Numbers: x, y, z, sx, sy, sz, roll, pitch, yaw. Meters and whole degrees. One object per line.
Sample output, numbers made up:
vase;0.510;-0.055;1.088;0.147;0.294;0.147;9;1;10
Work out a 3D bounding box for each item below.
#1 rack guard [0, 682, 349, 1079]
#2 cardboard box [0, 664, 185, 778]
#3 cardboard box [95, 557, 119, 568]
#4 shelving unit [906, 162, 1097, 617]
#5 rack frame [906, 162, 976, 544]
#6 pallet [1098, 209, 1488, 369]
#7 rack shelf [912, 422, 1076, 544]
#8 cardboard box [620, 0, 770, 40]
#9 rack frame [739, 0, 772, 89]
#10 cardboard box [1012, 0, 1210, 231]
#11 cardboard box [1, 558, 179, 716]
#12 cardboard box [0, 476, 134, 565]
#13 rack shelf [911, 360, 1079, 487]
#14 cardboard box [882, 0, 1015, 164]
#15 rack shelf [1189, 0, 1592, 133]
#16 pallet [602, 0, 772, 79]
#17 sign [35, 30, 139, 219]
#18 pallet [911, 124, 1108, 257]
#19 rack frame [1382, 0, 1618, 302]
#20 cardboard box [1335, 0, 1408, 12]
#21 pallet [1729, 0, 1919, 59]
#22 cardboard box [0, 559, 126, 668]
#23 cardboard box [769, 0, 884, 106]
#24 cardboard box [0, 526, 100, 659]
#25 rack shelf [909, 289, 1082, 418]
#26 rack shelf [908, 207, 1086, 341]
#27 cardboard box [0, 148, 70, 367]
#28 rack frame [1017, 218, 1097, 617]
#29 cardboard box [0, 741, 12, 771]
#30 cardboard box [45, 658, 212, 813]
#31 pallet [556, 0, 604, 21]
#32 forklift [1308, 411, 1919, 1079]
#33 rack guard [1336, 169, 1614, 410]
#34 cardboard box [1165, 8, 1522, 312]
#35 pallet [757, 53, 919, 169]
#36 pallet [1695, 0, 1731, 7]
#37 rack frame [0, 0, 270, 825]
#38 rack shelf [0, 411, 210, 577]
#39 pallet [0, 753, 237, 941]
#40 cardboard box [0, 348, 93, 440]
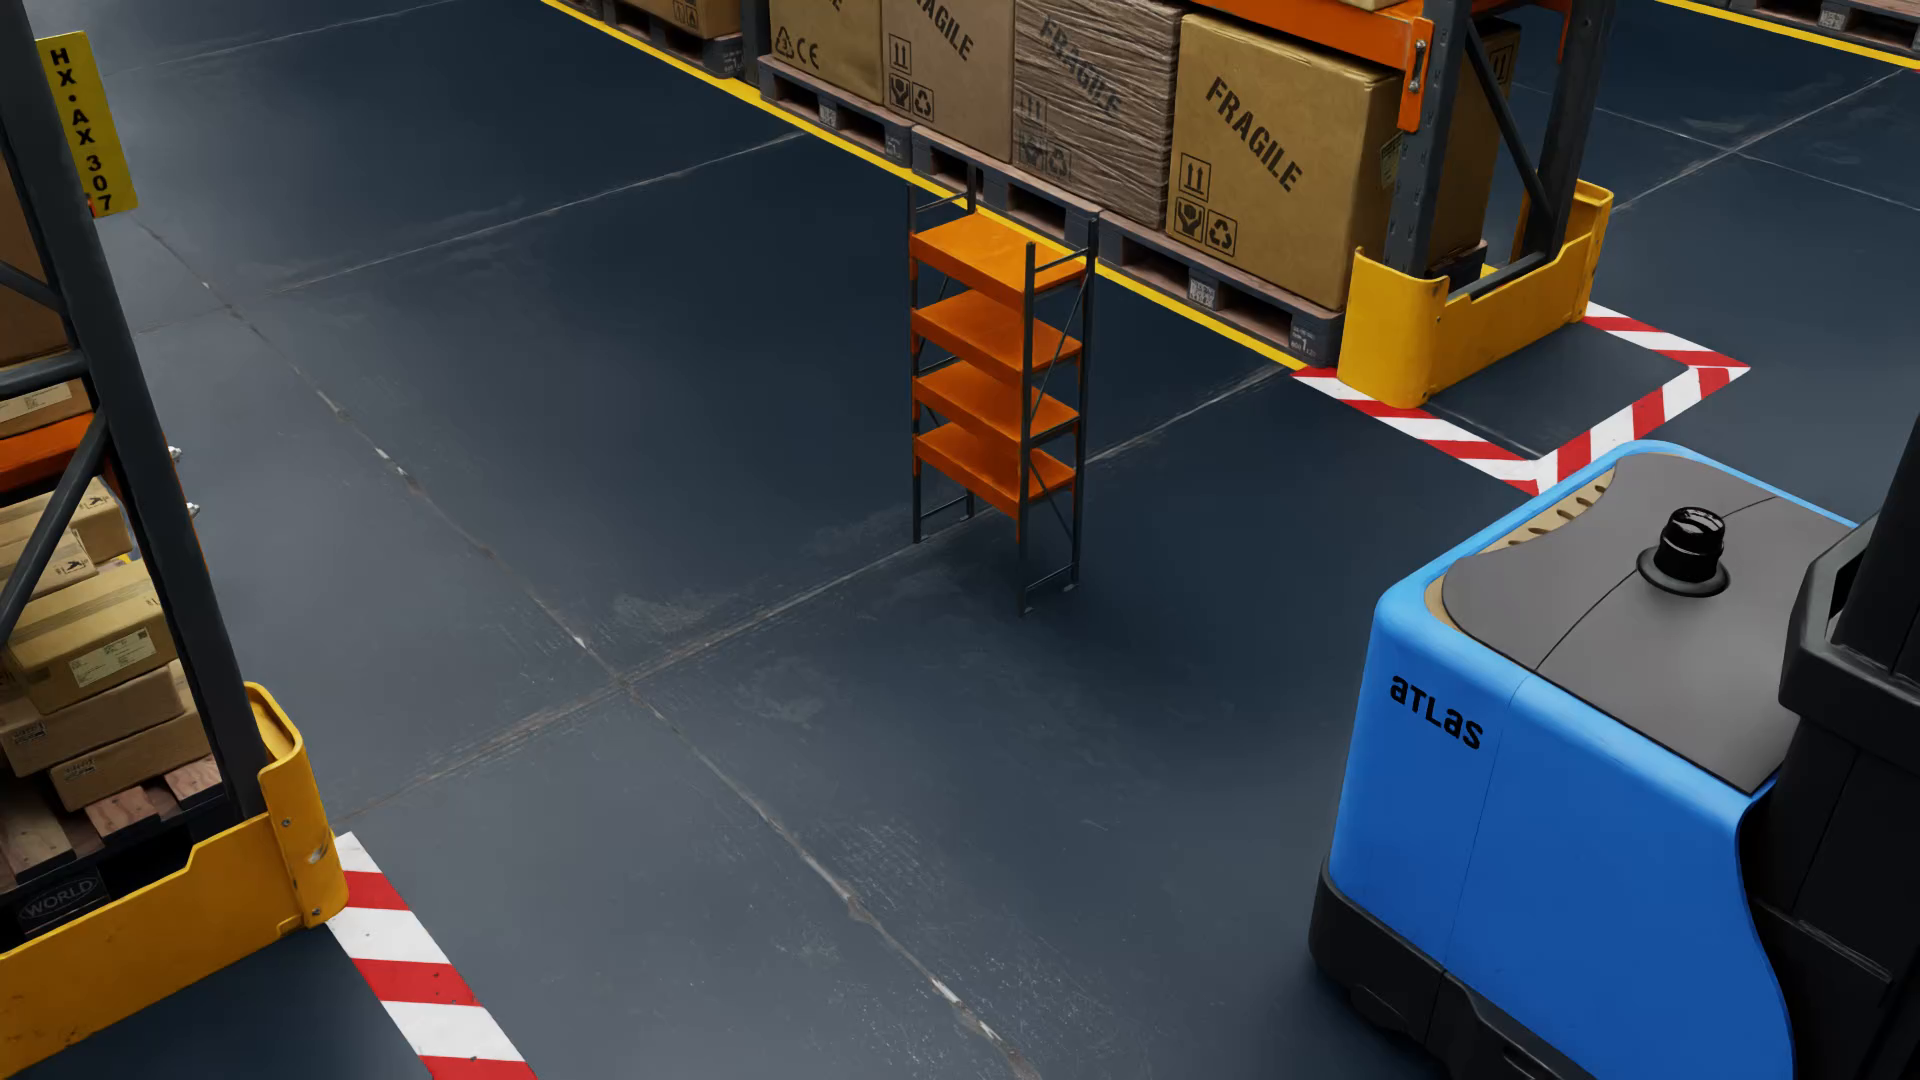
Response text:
rack guard;-2.008;0.816;3.666;1.175;0.500;0.348;-26;43;-32
cardboard box;-2.101;0.373;3.974;0.380;0.149;0.250;-24;42;-30
cardboard box;-2.531;0.125;4.582;0.380;0.149;0.250;-25;43;-31
shelving unit;0.107;-0.417;4.800;0.258;1.200;0.503;-26;43;-32
rack frame;-0.051;-0.524;4.952;0.240;1.200;0.015;-26;43;-32
pallet;1.319;-1.162;6.708;1.003;0.211;1.213;-26;43;-32
rack shelf;0.107;-0.200;4.954;0.258;0.148;0.480;-26;43;-32
cardboard box;-1.115;-3.321;8.820;1.225;0.875;0.875;-26;43;-32
rack frame;-0.687;-3.742;7.938;1.000;3.000;0.127;-26;43;-32
cardboard box;0.833;-1.935;6.862;0.875;0.875;0.875;-26;43;-32
cardboard box;-2.038;0.220;3.932;0.380;0.149;0.250;-28;44;-34
cardboard box;-2.373;-0.015;4.265;0.380;0.149;0.250;-26;43;-32
rack shelf;0.107;-0.362;4.839;0.258;0.148;0.480;-26;43;-32
cardboard box;0.259;-2.328;7.416;0.875;0.875;0.875;-26;43;-32
rack shelf;0.604;-2.565;6.900;1.077;0.370;4.000;-26;43;-32
pallet;-1.242;-2.917;9.186;1.003;0.211;1.213;-26;43;-32
sign;-1.545;-0.726;2.931;0.100;0.325;0.005;-26;43;-32
pallet;0.536;-1.700;7.468;1.003;0.211;1.213;-26;43;-32
rack frame;1.895;-1.976;5.445;1.000;3.000;0.127;-26;43;-32
cardboard box;1.413;-1.908;5.566;0.380;0.149;0.250;-25;42;-31
pallet;5.176;-3.064;9.394;1.003;0.211;1.213;-26;43;-32
cardboard box;-2.235;0.231;4.175;0.380;0.149;0.250;-26;43;-32
cardboard box;-0.322;-2.725;7.978;0.875;0.875;0.875;-26;43;-32
cardboard box;-2.308;0.144;4.040;0.380;0.149;0.250;-25;42;-31
rack shelf;0.107;-0.544;4.710;0.258;0.148;0.480;-26;43;-32
rack shelf;0.107;-0.737;4.573;0.258;0.148;0.480;-26;43;-32
cardboard box;-2.038;-0.634;3.206;0.500;0.500;0.500;-24;42;-30
rack frame;0.264;-0.309;4.648;0.240;1.200;0.015;-26;43;-32
cardboard box;-2.285;0.386;4.214;0.380;0.149;0.250;-26;43;-32
cardboard box;-2.053;0.471;4.094;0.380;0.149;0.250;-25;42;-31
pallet;-2.034;-3.456;9.947;1.003;0.211;1.213;-26;43;-32
forklift;2.134;0.260;2.347;1.130;2.935;3.031;-26;43;-32
rack guard;1.910;-0.945;6.152;1.175;0.500;0.348;-26;43;-32
cardboard box;1.421;-1.533;6.294;0.875;0.875;0.875;-26;43;-32
pallet;-0.256;-2.239;8.229;1.003;0.211;1.213;-26;43;-32
pallet;4.393;-3.602;10.154;1.003;0.211;1.213;-26;43;-32
rack frame;-1.959;-0.171;2.896;1.000;3.000;0.127;-26;43;-32
rack shelf;-3.250;-0.760;4.350;1.077;0.370;4.000;-26;43;-32
pallet;-2.506;0.562;4.274;1.003;0.211;1.213;-26;43;-32
cardboard box;-1.918;-0.333;3.343;0.380;0.149;0.250;-26;43;-32
